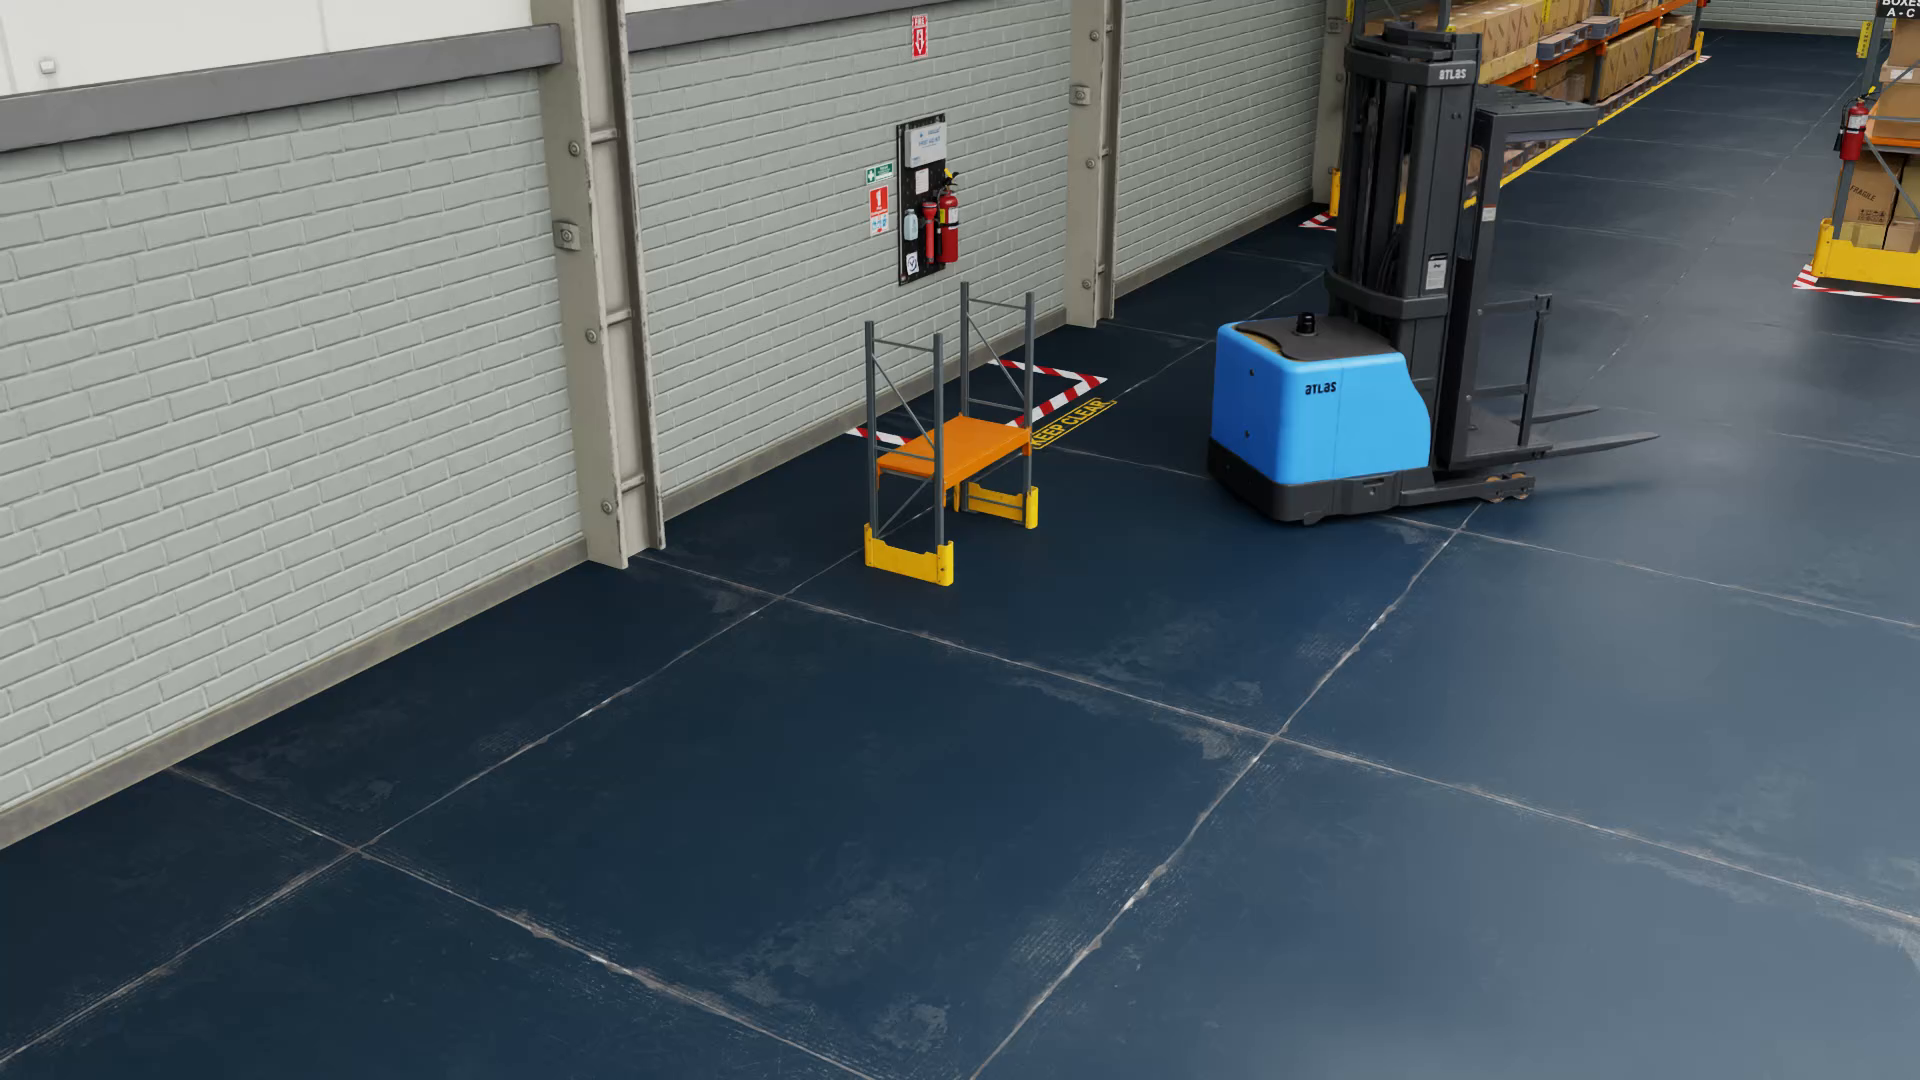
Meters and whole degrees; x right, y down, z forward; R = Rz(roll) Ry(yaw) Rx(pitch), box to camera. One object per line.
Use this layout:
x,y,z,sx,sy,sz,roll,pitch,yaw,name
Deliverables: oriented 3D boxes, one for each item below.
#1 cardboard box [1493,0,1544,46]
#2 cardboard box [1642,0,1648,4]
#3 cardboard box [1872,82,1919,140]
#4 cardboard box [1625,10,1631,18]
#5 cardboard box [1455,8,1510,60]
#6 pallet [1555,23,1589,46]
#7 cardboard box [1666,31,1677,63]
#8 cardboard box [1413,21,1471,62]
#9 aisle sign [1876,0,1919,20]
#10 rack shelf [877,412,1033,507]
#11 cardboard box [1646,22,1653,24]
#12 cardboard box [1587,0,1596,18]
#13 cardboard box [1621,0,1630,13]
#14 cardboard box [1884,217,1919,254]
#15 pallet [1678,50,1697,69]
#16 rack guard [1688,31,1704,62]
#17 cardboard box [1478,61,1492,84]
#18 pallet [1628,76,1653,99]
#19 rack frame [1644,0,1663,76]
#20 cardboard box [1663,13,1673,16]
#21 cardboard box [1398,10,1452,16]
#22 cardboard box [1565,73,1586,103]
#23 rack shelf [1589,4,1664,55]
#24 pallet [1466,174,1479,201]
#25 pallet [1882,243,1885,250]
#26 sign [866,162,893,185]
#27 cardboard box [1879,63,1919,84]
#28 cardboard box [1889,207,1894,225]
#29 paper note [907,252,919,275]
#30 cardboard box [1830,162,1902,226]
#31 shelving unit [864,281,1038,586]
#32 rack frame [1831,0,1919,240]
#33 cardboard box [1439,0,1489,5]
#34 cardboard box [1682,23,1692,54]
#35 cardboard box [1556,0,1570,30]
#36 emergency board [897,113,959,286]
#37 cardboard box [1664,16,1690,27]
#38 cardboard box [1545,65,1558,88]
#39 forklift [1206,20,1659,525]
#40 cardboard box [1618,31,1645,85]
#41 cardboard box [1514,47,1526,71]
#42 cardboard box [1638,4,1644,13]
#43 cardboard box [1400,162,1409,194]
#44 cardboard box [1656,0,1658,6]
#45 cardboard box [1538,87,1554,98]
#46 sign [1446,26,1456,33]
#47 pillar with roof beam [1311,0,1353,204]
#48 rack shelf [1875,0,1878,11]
6.793,-6.344,20.349,0.500,0.500,0.500,14,27,29,cardboard box
10.437,-8.625,25.872,0.500,0.500,0.500,14,27,29,cardboard box
9.137,-4.098,15.814,0.700,0.500,0.500,14,27,29,cardboard box
10.060,-8.111,25.500,0.380,0.149,0.250,14,27,29,cardboard box
5.986,-5.831,19.164,0.500,0.500,0.500,15,27,31,cardboard box
7.880,-6.869,22.584,1.003,0.211,1.213,14,27,29,pallet
12.021,-8.602,28.963,0.700,0.500,0.500,15,27,30,cardboard box
5.177,-5.317,17.975,0.500,0.500,0.500,14,27,29,cardboard box
8.596,-5.130,15.051,0.394,0.787,0.004,14,27,29,aisle sign
-0.045,-0.494,9.957,0.538,0.185,1.000,14,27,29,rack shelf
11.784,-8.903,28.842,0.380,0.149,0.250,14,27,29,cardboard box
8.650,-7.721,23.630,0.700,0.500,0.500,11,26,23,cardboard box
9.647,-8.111,24.684,0.500,0.500,0.500,15,28,31,cardboard box
9.352,-2.962,16.250,0.500,0.250,0.500,14,27,29,cardboard box
12.754,-8.768,30.239,1.003,0.211,1.213,14,27,29,pallet
13.122,-9.195,30.861,1.175,0.500,0.348,14,27,29,rack guard
5.732,-5.321,18.930,0.500,0.250,0.500,13,27,28,cardboard box
10.656,-7.428,27.143,1.003,0.211,1.213,14,27,29,pallet
10.999,-8.984,27.227,1.000,3.000,0.127,14,27,29,rack frame
12.721,-9.504,30.230,0.380,0.149,0.250,14,27,29,cardboard box
5.280,-5.765,19.012,0.500,0.500,0.500,13,27,28,cardboard box
8.554,-6.435,23.931,0.700,0.500,0.500,14,27,30,cardboard box
9.944,-7.979,25.811,1.077,0.370,4.000,14,27,29,rack shelf
5.812,-4.357,20.049,1.003,0.211,1.213,14,27,29,pallet
9.248,-2.884,16.647,1.003,0.211,1.213,14,27,29,pallet
-0.566,-2.595,11.756,0.001,0.109,0.331,14,27,29,sign
8.919,-4.410,15.718,0.380,0.149,0.250,13,27,28,cardboard box
9.165,-3.242,16.896,0.500,0.250,0.500,14,27,29,cardboard box
-0.349,-2.051,12.320,0.016,0.148,0.142,14,27,29,paper note
8.910,-3.416,16.353,0.500,0.500,0.500,14,27,29,cardboard box
-0.040,-0.663,9.893,0.587,1.500,1.083,14,27,29,shelving unit
8.880,-3.897,15.477,1.000,3.000,0.127,14,27,29,rack frame
6.078,-6.280,20.200,0.500,0.500,0.500,14,27,29,cardboard box
12.825,-9.123,30.165,0.700,0.500,0.500,14,27,29,cardboard box
7.698,-7.112,22.224,0.700,0.500,0.500,18,29,36,cardboard box
-0.197,-2.500,12.250,0.194,1.169,0.643,14,27,29,emergency board
12.778,-9.252,29.648,0.380,0.149,0.250,15,27,30,cardboard box
7.933,-6.425,22.965,0.500,0.250,0.500,14,27,29,cardboard box
3.228,-1.777,10.665,3.031,2.935,1.130,-8,25,-17,forklift
10.300,-7.643,26.307,0.750,0.750,0.750,15,27,31,cardboard box
6.517,-5.835,20.116,0.500,0.250,0.500,14,27,29,cardboard box
10.499,-8.366,26.092,0.380,0.149,0.250,14,27,29,cardboard box
5.111,-4.117,18.814,0.500,0.311,0.500,11,26,23,cardboard box
11.061,-8.705,26.873,0.380,0.149,0.250,14,27,29,cardboard box
7.687,-5.939,22.787,0.700,0.500,0.500,14,27,30,cardboard box
5.130,-5.218,17.437,0.100,0.325,0.005,14,27,29,sign
7.961,-7.202,15.560,9.100,9.000,0.400,14,27,29,pillar with roof beam
9.935,-5.619,16.583,1.077,0.370,4.000,14,27,29,rack shelf
